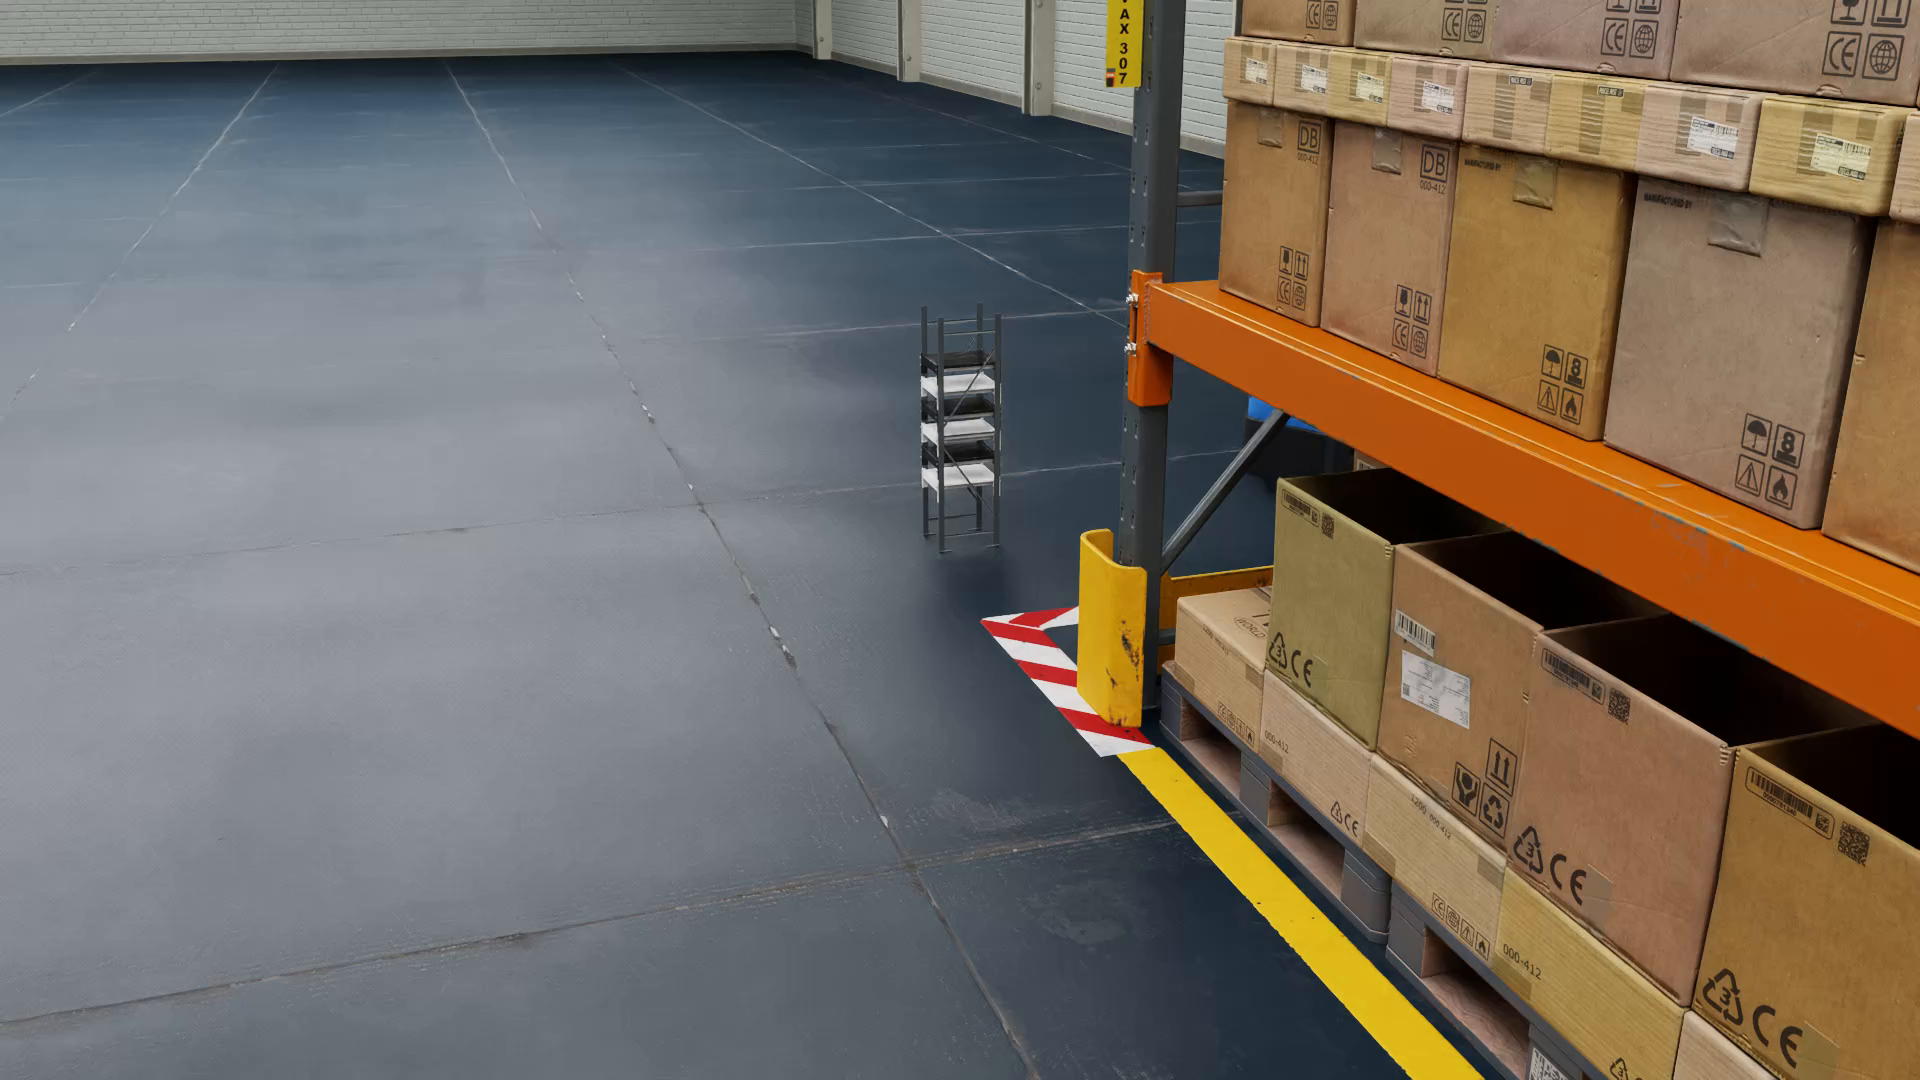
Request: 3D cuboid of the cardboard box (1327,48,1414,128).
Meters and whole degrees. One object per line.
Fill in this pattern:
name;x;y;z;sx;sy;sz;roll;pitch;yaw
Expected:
cardboard box;1.041;-1.002;3.661;0.380;0.149;0.250;-6;21;-17

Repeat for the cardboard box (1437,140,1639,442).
cardboard box;1.414;-0.531;3.310;0.700;0.500;0.500;-6;21;-17

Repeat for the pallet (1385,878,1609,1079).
pallet;1.619;0.981;3.373;1.003;0.211;1.213;-6;21;-17

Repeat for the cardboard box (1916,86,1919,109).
cardboard box;1.754;-0.802;2.144;0.700;0.500;0.500;-6;21;-17

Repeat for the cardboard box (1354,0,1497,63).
cardboard box;1.281;-1.284;3.488;0.700;0.500;0.500;-7;21;-19

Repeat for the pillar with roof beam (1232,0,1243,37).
pillar with roof beam;-1.156;-7.575;14.193;9.100;9.000;0.400;-6;21;-17

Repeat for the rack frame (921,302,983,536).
rack frame;-0.029;-0.454;6.348;0.240;0.900;0.006;-6;21;-17

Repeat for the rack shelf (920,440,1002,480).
rack shelf;0.003;-0.305;6.299;0.258;0.077;0.200;-6;21;-17

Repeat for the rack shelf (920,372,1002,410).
rack shelf;0.003;-0.559;6.208;0.258;0.077;0.200;-6;21;-17

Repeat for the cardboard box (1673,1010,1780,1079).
cardboard box;1.545;0.971;2.722;0.500;0.250;0.500;-6;21;-17

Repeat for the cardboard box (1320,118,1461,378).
cardboard box;1.264;-0.691;3.755;0.700;0.500;0.500;-6;21;-16

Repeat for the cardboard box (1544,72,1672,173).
cardboard box;1.285;-0.754;2.970;0.380;0.149;0.250;-7;21;-18

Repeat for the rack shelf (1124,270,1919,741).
rack shelf;1.588;0.017;2.995;1.077;0.370;4.000;-6;21;-17

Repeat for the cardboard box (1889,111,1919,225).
cardboard box;1.530;-0.504;2.275;0.380;0.149;0.250;-6;21;-16

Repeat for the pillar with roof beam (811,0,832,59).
pillar with roof beam;-6.814;-13.351;30.275;9.100;9.000;0.400;-6;21;-17

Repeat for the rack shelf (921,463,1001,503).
rack shelf;0.003;-0.220;6.329;0.258;0.077;0.200;-6;21;-17

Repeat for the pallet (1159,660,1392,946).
pallet;1.240;0.590;4.461;1.003;0.211;1.213;-6;21;-17

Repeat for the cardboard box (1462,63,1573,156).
cardboard box;1.204;-0.836;3.198;0.380;0.149;0.250;-7;21;-19

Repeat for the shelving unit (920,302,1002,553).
shelving unit;0.003;-0.421;6.257;0.258;0.900;0.210;-6;21;-17

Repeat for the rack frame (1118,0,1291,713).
rack frame;0.959;-0.963;4.660;1.000;3.000;0.127;-6;21;-17

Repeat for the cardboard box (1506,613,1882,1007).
cardboard box;1.386;0.458;3.042;0.500;0.500;0.500;-6;21;-17

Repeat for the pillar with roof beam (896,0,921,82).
pillar with roof beam;-4.928;-11.426;24.915;9.100;9.000;0.400;-6;21;-17

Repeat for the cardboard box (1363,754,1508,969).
cardboard box;1.234;0.650;3.617;0.500;0.250;0.500;-6;21;-17

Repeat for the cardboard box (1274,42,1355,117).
cardboard box;0.964;-1.082;3.885;0.380;0.149;0.250;-7;21;-19

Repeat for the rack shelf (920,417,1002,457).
rack shelf;0.003;-0.390;6.268;0.258;0.077;0.200;-6;21;-17

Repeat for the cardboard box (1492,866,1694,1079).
cardboard box;1.387;0.811;3.169;0.500;0.250;0.500;-6;21;-17

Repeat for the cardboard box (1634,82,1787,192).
cardboard box;1.361;-0.673;2.746;0.380;0.149;0.250;-6;21;-17

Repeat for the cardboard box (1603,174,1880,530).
cardboard box;1.583;-0.362;2.840;0.700;0.500;0.500;-6;21;-16

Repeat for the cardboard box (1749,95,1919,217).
cardboard box;1.444;-0.589;2.511;0.380;0.149;0.250;-6;21;-15

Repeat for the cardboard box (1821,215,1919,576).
cardboard box;1.745;-0.198;2.383;0.700;0.500;0.500;-6;21;-16

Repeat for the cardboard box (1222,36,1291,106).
cardboard box;0.878;-1.167;4.120;0.380;0.149;0.250;-7;21;-18

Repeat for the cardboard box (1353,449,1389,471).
cardboard box;1.411;-0.079;4.536;0.500;0.500;0.500;-6;21;-17

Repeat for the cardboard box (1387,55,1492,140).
cardboard box;1.118;-0.921;3.435;0.380;0.149;0.250;-7;21;-18

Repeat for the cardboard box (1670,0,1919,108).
cardboard box;1.598;-0.962;2.590;0.700;0.500;0.500;-6;21;-17

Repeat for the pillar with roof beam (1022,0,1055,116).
pillar with roof beam;-3.042;-9.500;19.554;9.100;9.000;0.400;-6;21;-17

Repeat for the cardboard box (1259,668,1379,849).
cardboard box;1.078;0.489;4.064;0.500;0.250;0.500;-6;21;-17

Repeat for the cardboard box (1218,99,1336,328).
cardboard box;1.094;-0.859;4.223;0.700;0.500;0.500;-6;21;-17

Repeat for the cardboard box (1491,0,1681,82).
cardboard box;1.440;-1.123;3.038;0.700;0.500;0.500;-6;21;-17

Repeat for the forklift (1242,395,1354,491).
forklift;2.624;-1.396;5.967;3.031;2.935;1.130;17;26;39

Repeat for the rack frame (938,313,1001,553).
rack frame;0.034;-0.388;6.166;0.240;0.900;0.006;-6;21;-17

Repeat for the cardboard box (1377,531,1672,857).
cardboard box;1.245;0.295;3.494;0.500;0.500;0.500;-6;21;-17

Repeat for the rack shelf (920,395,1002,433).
rack shelf;0.003;-0.474;6.238;0.258;0.077;0.200;-6;21;-17

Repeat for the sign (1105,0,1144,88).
sign;0.431;-1.351;4.342;0.100;0.325;0.005;-6;21;-17

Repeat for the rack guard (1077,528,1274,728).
rack guard;0.952;0.206;5.104;1.175;0.500;0.348;-6;21;-17

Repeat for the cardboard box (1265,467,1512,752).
cardboard box;1.076;0.136;3.936;0.500;0.500;0.500;-6;21;-17

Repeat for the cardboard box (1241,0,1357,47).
cardboard box;1.111;-1.453;3.956;0.700;0.500;0.500;-6;21;-17

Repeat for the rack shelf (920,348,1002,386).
rack shelf;0.003;-0.644;6.177;0.258;0.077;0.200;-6;21;-17

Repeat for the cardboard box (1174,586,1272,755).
cardboard box;0.917;0.329;4.509;0.500;0.250;0.500;-6;21;-17

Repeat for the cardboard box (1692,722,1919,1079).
cardboard box;1.557;0.617;2.599;0.500;0.500;0.500;-6;21;-17
